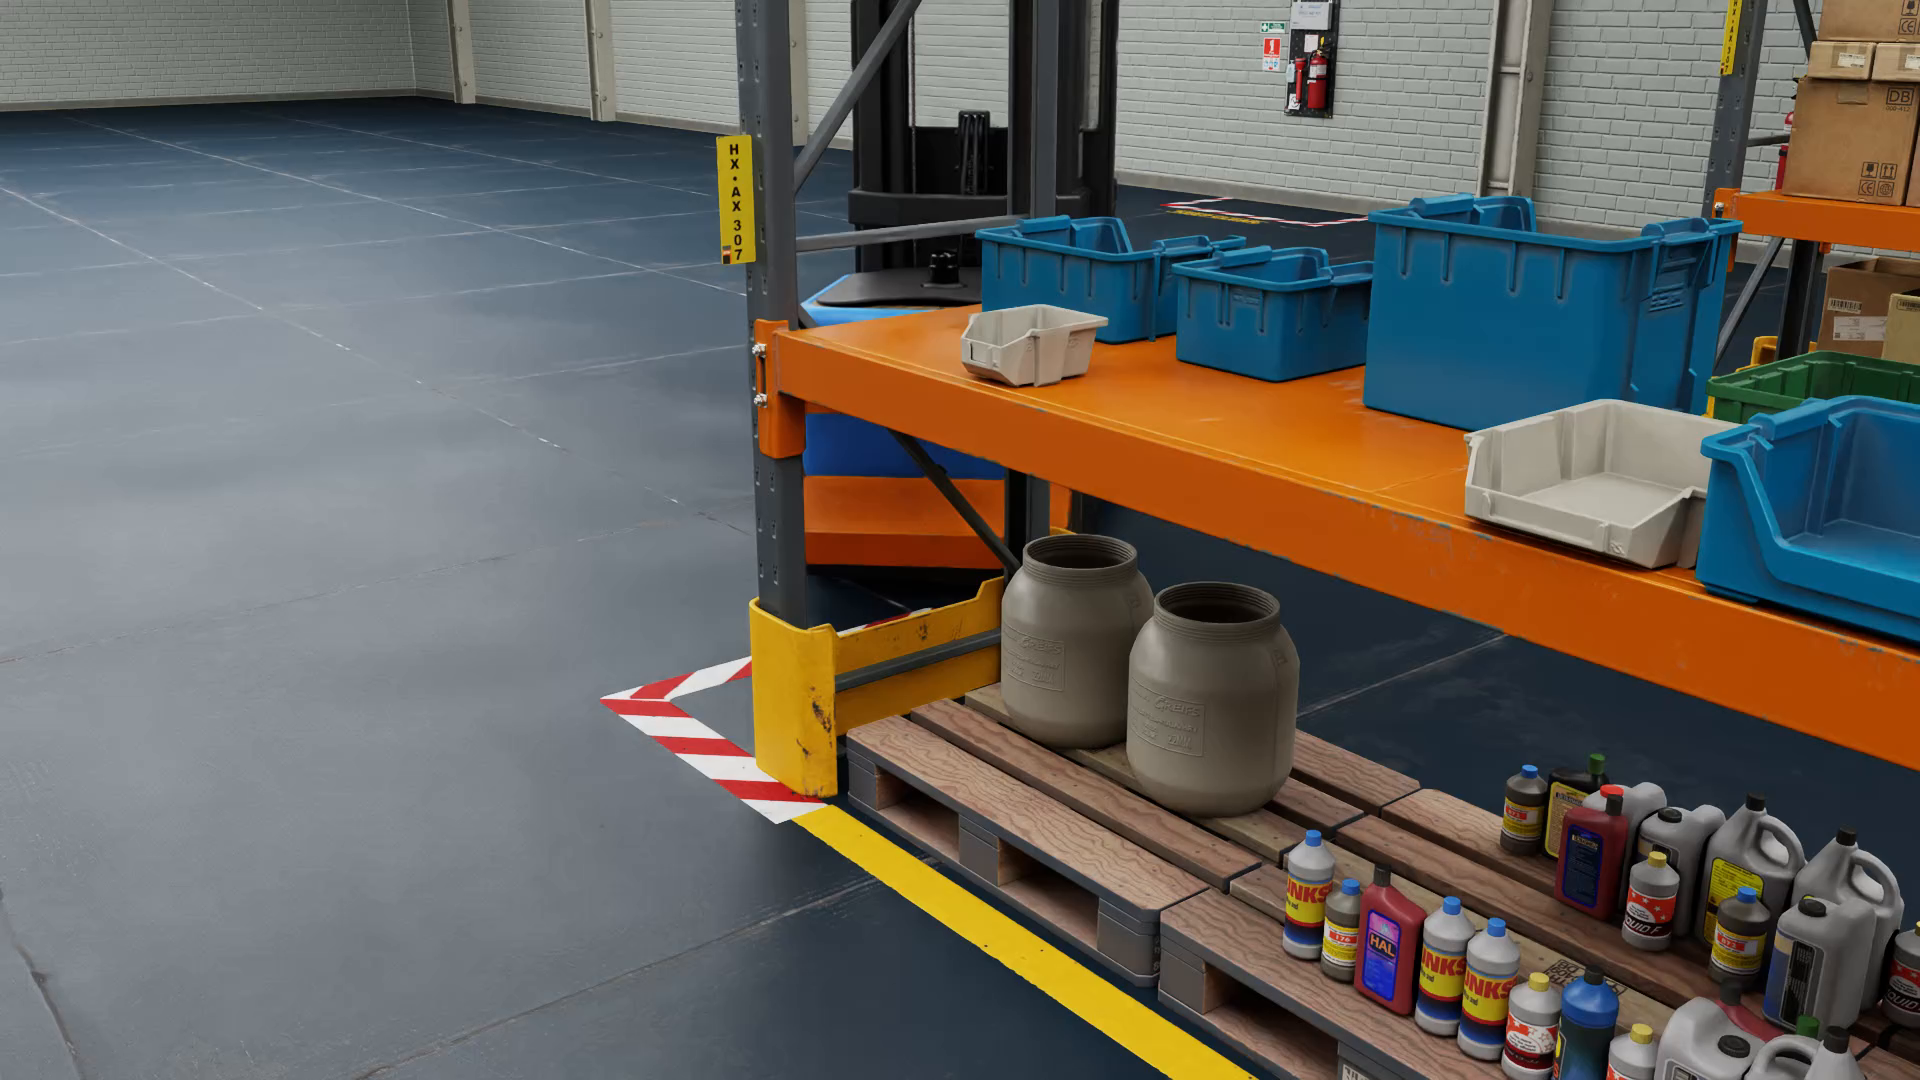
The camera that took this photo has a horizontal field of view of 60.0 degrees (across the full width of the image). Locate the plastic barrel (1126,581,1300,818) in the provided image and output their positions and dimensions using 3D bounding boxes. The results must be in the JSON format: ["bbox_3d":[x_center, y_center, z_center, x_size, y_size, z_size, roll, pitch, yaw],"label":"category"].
[{"bbox_3d":[0.634,0.397,4.182,0.421,0.512,0.421,0,18,0],"label":"plastic barrel"}]

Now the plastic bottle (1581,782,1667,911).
[{"bbox_3d":[1.474,0.663,3.721,0.152,0.276,0.135,-14,23,-36],"label":"plastic bottle"}]

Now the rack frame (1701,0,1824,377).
[{"bbox_3d":[3.740,-1.821,7.591,1.000,3.000,0.127,-14,23,-36],"label":"rack frame"}]

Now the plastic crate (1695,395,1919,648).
[{"bbox_3d":[1.438,-0.019,2.385,0.499,0.251,0.616,-14,23,-36],"label":"plastic crate"}]

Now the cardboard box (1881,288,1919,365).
[{"bbox_3d":[4.210,-0.773,6.938,0.500,0.500,0.500,-14,23,-36],"label":"cardboard box"}]

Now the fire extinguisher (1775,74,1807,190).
[{"bbox_3d":[4.031,-1.904,7.965,0.296,0.674,0.183,-14,23,-36],"label":"fire extinguisher"}]

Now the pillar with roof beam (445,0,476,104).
[{"bbox_3d":[-13.268,-12.185,29.347,9.100,9.000,0.400,-14,23,-36],"label":"pillar with roof beam"}]

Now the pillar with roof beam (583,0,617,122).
[{"bbox_3d":[-9.543,-10.707,24.882,9.100,9.000,0.400,-14,23,-36],"label":"pillar with roof beam"}]

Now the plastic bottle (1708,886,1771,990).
[{"bbox_3d":[1.598,0.807,3.405,0.097,0.201,0.097,0,18,0],"label":"plastic bottle"}]

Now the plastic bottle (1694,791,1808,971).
[{"bbox_3d":[1.666,0.702,3.485,0.144,0.351,0.185,-13,22,-34],"label":"plastic bottle"}]

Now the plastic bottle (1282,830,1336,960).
[{"bbox_3d":[0.736,0.738,3.501,0.097,0.271,0.097,0,18,0],"label":"plastic bottle"}]

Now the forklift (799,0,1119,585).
[{"bbox_3d":[0.142,-1.635,7.138,1.130,2.935,3.031,3,19,10],"label":"forklift"}]

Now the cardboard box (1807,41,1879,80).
[{"bbox_3d":[3.815,-2.038,7.054,0.380,0.149,0.250,-14,23,-36],"label":"cardboard box"}]

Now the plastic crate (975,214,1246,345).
[{"bbox_3d":[0.400,-0.720,4.502,0.499,0.251,0.616,-14,23,-36],"label":"plastic crate"}]

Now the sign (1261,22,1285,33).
[{"bbox_3d":[3.237,-5.302,17.204,0.001,0.109,0.331,-14,23,-36],"label":"sign"}]

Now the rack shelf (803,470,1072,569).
[{"bbox_3d":[-0.102,-0.010,5.793,1.000,0.278,0.538,2,24,5],"label":"rack shelf"}]

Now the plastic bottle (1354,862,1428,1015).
[{"bbox_3d":[0.862,0.792,3.320,0.061,0.283,0.133,-14,23,-35],"label":"plastic bottle"}]

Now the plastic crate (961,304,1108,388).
[{"bbox_3d":[0.158,-0.447,3.860,0.298,0.136,0.250,-14,23,-36],"label":"plastic crate"}]

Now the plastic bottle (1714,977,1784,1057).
[{"bbox_3d":[1.378,0.920,2.934,0.061,0.283,0.133,-14,23,-36],"label":"plastic bottle"}]

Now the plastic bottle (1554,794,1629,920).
[{"bbox_3d":[1.391,0.680,3.657,0.061,0.283,0.133,-14,23,-36],"label":"plastic bottle"}]

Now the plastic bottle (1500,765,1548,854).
[{"bbox_3d":[1.339,0.631,3.937,0.097,0.201,0.097,0,18,0],"label":"plastic bottle"}]

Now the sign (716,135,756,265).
[{"bbox_3d":[-0.579,-0.881,4.310,0.100,0.325,0.005,-14,23,-36],"label":"sign"}]

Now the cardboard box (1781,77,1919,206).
[{"bbox_3d":[4.020,-1.751,7.220,0.700,0.500,0.500,-14,23,-36],"label":"cardboard box"}]

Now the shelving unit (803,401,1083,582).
[{"bbox_3d":[-0.104,-0.234,5.694,1.048,1.125,0.538,2,24,5],"label":"shelving unit"}]

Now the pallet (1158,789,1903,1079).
[{"bbox_3d":[1.192,0.979,3.569,1.003,0.211,1.213,-14,23,-36],"label":"pallet"}]

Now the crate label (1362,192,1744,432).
[{"bbox_3d":[1.209,-0.472,3.458,0.502,0.435,0.616,-14,23,-36],"label":"crate label"}]

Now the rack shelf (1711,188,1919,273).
[{"bbox_3d":[4.982,-0.987,6.216,1.077,0.370,4.000,-14,23,-36],"label":"rack shelf"}]

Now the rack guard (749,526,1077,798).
[{"bbox_3d":[-0.061,0.341,5.038,1.175,0.500,0.348,-14,23,-36],"label":"rack guard"}]

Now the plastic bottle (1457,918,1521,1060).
[{"bbox_3d":[1.011,0.848,3.172,0.097,0.271,0.097,0,18,0],"label":"plastic bottle"}]

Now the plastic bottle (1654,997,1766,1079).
[{"bbox_3d":[1.295,0.944,2.872,0.152,0.276,0.135,-13,23,-35],"label":"plastic bottle"}]

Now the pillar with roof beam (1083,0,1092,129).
[{"bbox_3d":[-2.092,-7.750,15.952,9.100,9.000,0.400,-14,23,-36],"label":"pillar with roof beam"}]

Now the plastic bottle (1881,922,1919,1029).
[{"bbox_3d":[1.888,0.849,3.279,0.097,0.201,0.097,0,18,0],"label":"plastic bottle"}]

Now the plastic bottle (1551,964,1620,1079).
[{"bbox_3d":[1.137,0.897,3.021,0.097,0.271,0.097,0,18,0],"label":"plastic bottle"}]
